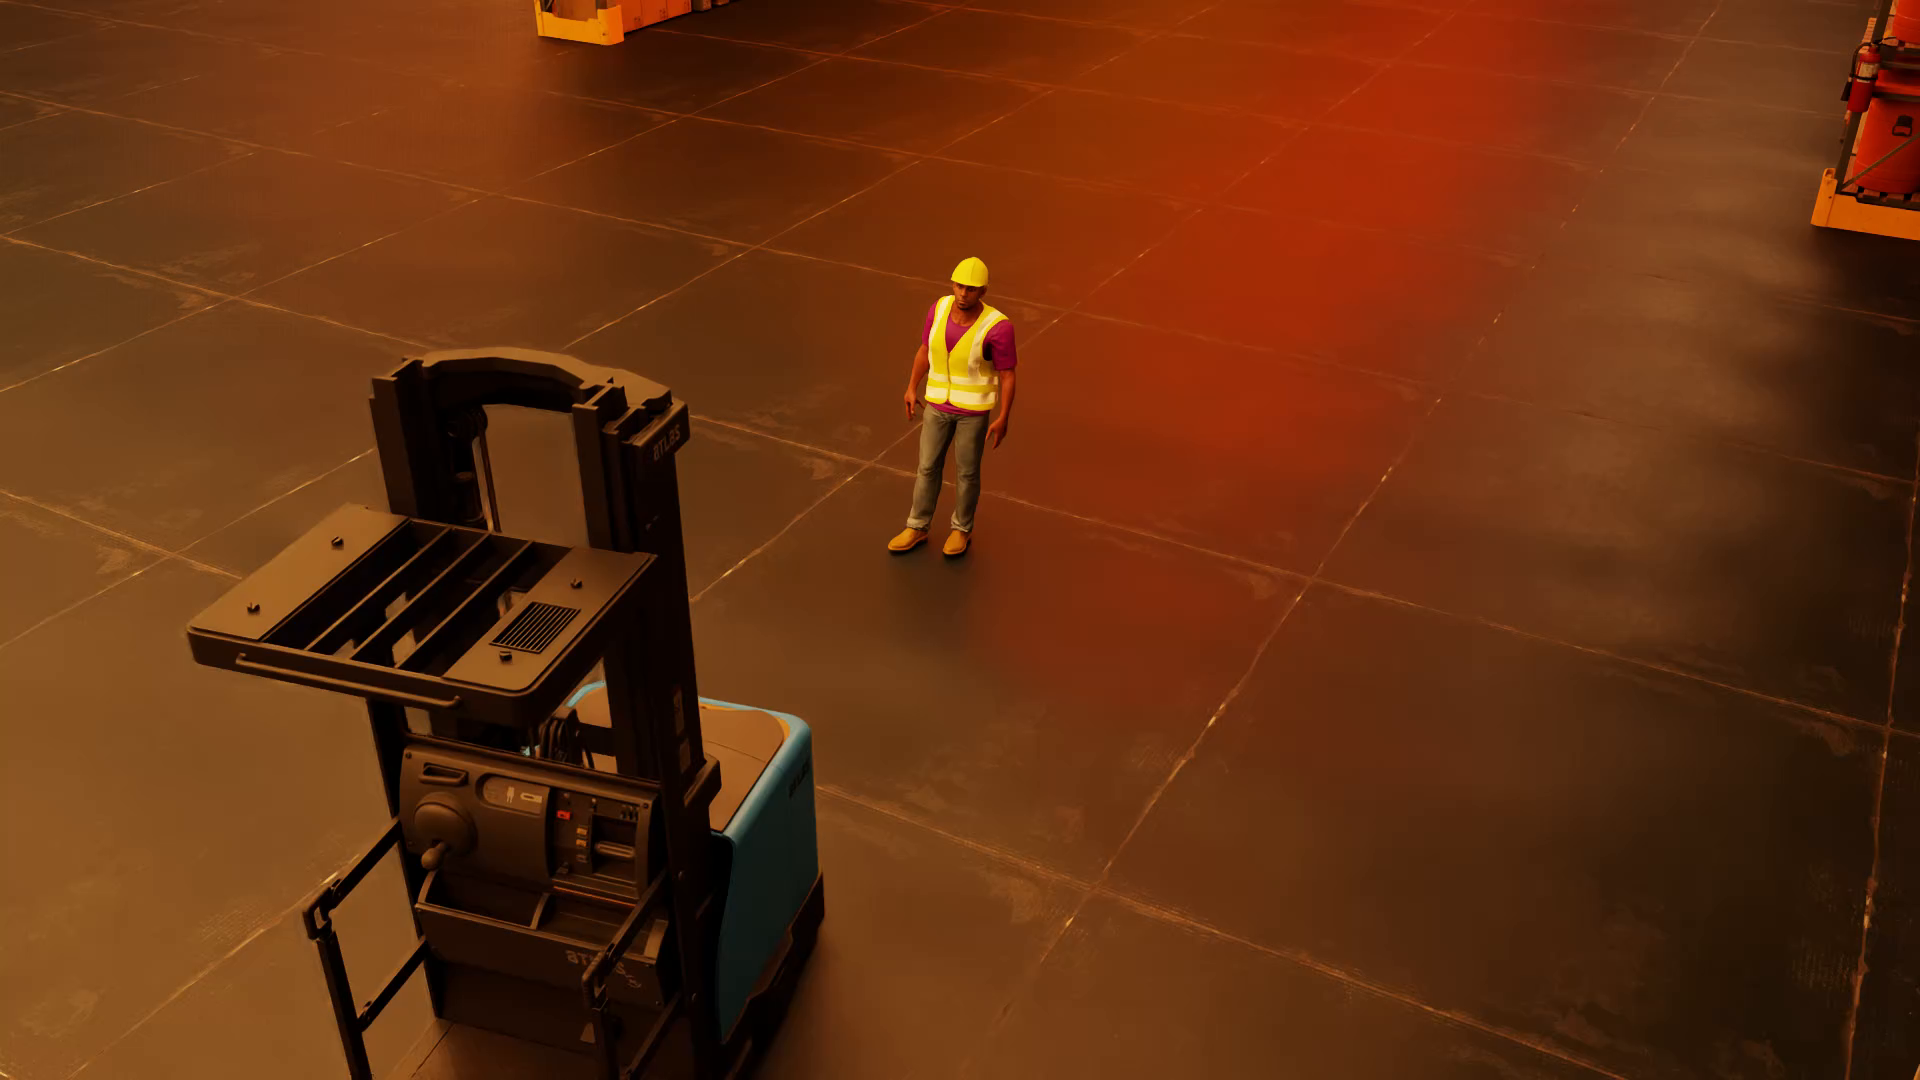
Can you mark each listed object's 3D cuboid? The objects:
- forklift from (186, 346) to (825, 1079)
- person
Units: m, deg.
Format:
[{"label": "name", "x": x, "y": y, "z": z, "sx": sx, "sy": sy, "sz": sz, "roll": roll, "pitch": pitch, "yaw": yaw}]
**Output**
[{"label": "forklift", "x": -1.505, "y": 0.997, "z": 5.343, "sx": 1.130, "sy": 2.935, "sz": 3.031, "roll": 9, "pitch": 31, "yaw": 15}, {"label": "person", "x": -0.039, "y": -0.743, "z": 9.508, "sx": 0.665, "sy": 1.765, "sz": 0.577, "roll": 15, "pitch": 33, "yaw": 25}]
